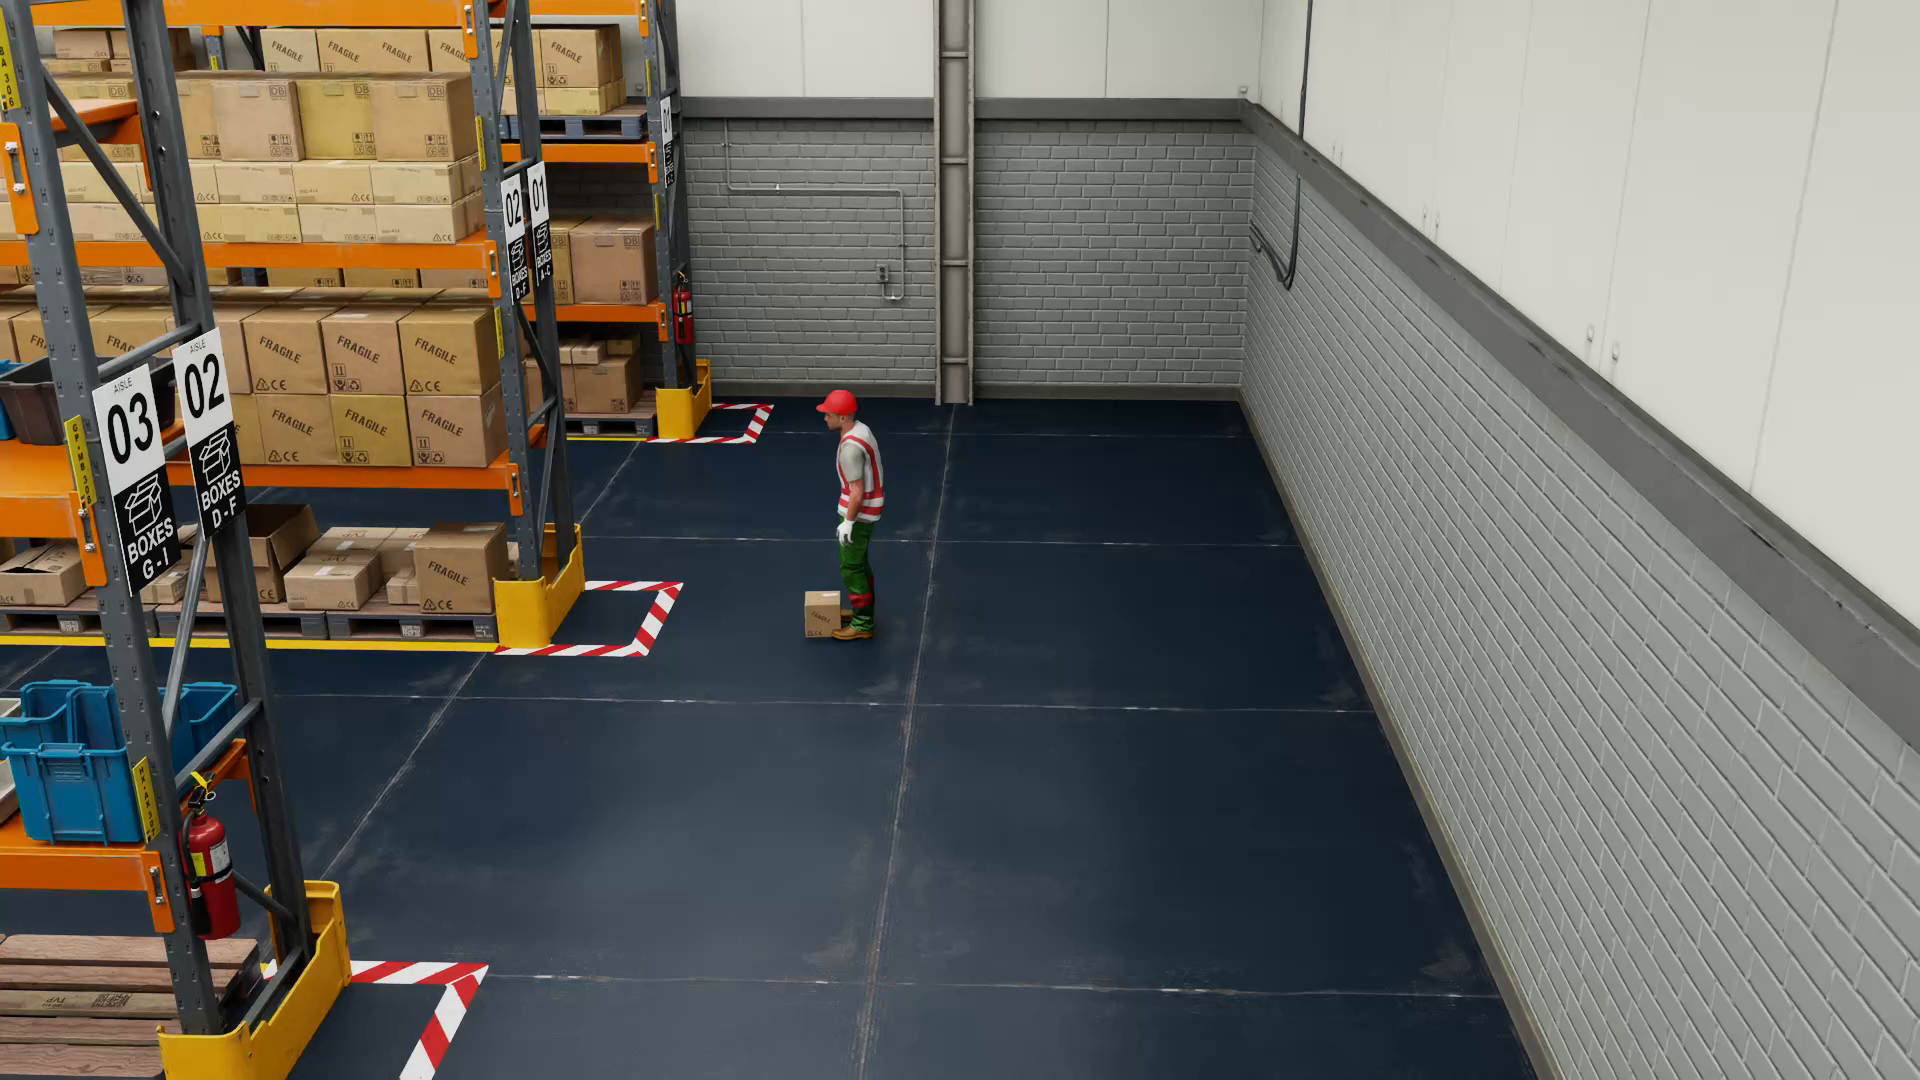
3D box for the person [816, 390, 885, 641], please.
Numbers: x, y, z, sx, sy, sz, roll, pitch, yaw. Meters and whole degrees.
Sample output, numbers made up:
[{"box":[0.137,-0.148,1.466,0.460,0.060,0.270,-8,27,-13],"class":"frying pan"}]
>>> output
[{"box":[-0.748,-0.184,11.546,0.453,1.779,0.608,1,21,1],"class":"person"}]
